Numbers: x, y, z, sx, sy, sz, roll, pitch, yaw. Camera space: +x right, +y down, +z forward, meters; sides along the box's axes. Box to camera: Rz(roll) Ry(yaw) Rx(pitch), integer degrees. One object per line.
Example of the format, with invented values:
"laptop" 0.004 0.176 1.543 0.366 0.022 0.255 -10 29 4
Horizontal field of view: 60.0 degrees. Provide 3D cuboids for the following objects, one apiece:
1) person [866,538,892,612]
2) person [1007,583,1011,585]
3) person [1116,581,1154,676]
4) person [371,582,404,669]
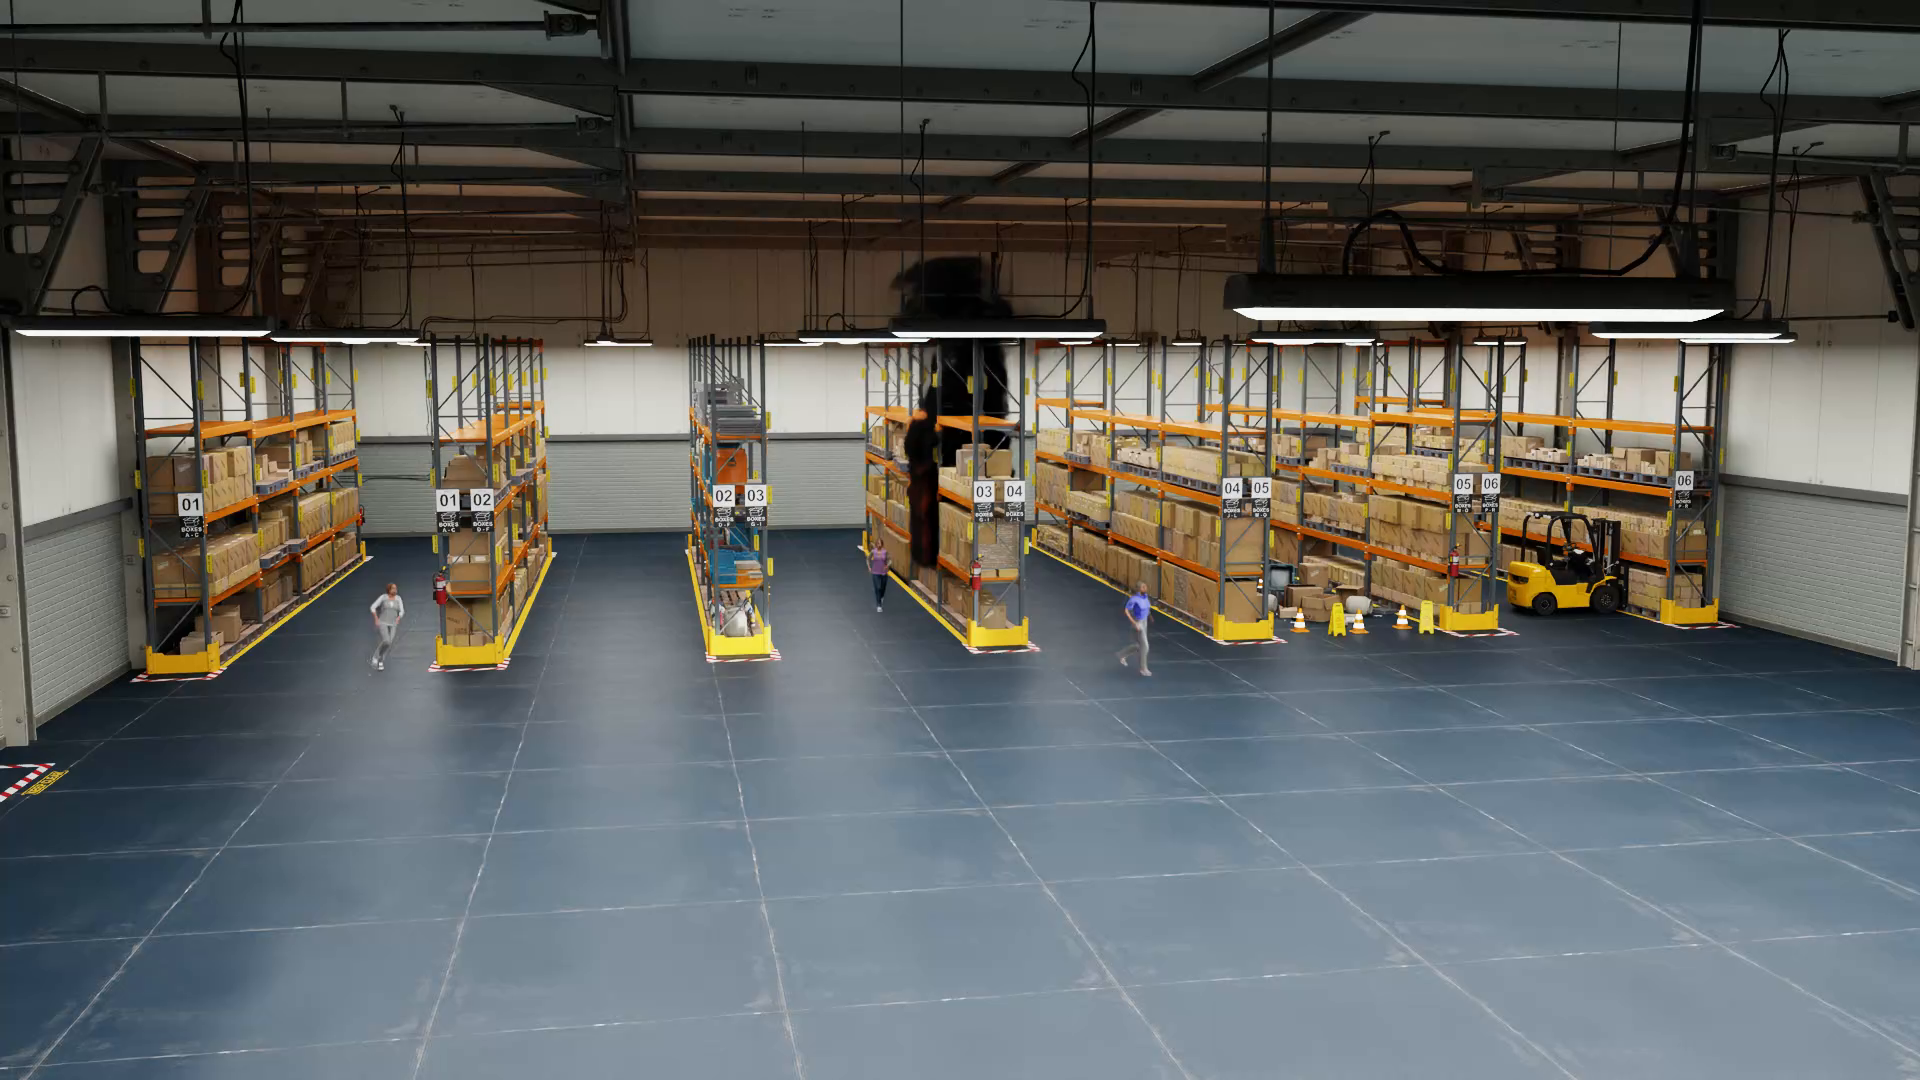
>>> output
"person" -1.774 0.750 36.491 0.559 1.586 0.855 -1 7 -7
"person" 1.074 0.190 40.763 0.702 1.757 0.894 -2 7 -19
"person" 3.109 1.542 29.463 0.792 1.674 0.577 5 8 36
"person" -10.244 1.539 29.812 0.584 1.544 0.528 -5 8 -39
